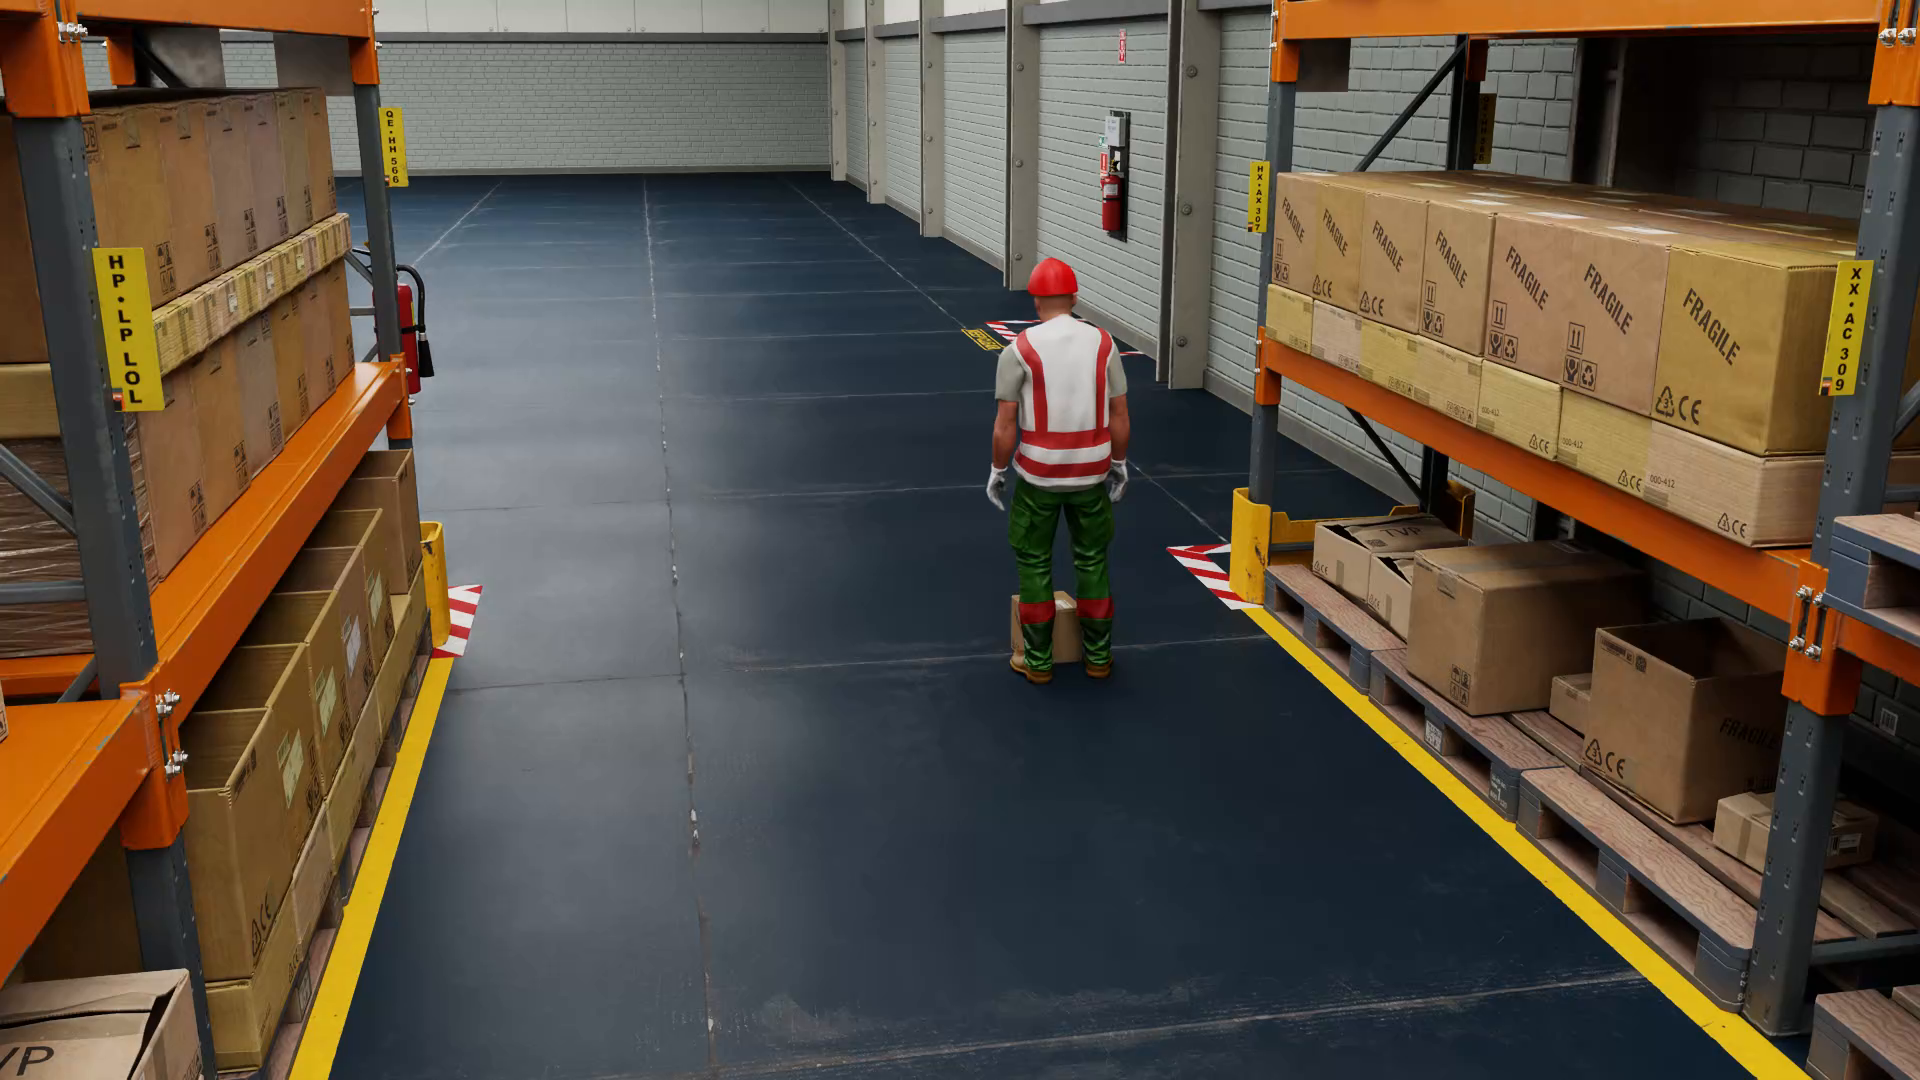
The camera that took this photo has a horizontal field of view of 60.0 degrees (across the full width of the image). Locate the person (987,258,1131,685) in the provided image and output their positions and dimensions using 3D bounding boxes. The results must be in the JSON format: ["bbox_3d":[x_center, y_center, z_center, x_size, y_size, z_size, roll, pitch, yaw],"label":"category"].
[{"bbox_3d":[0.415,-0.279,6.969,0.620,1.779,0.454,-3,17,-12],"label":"person"}]
